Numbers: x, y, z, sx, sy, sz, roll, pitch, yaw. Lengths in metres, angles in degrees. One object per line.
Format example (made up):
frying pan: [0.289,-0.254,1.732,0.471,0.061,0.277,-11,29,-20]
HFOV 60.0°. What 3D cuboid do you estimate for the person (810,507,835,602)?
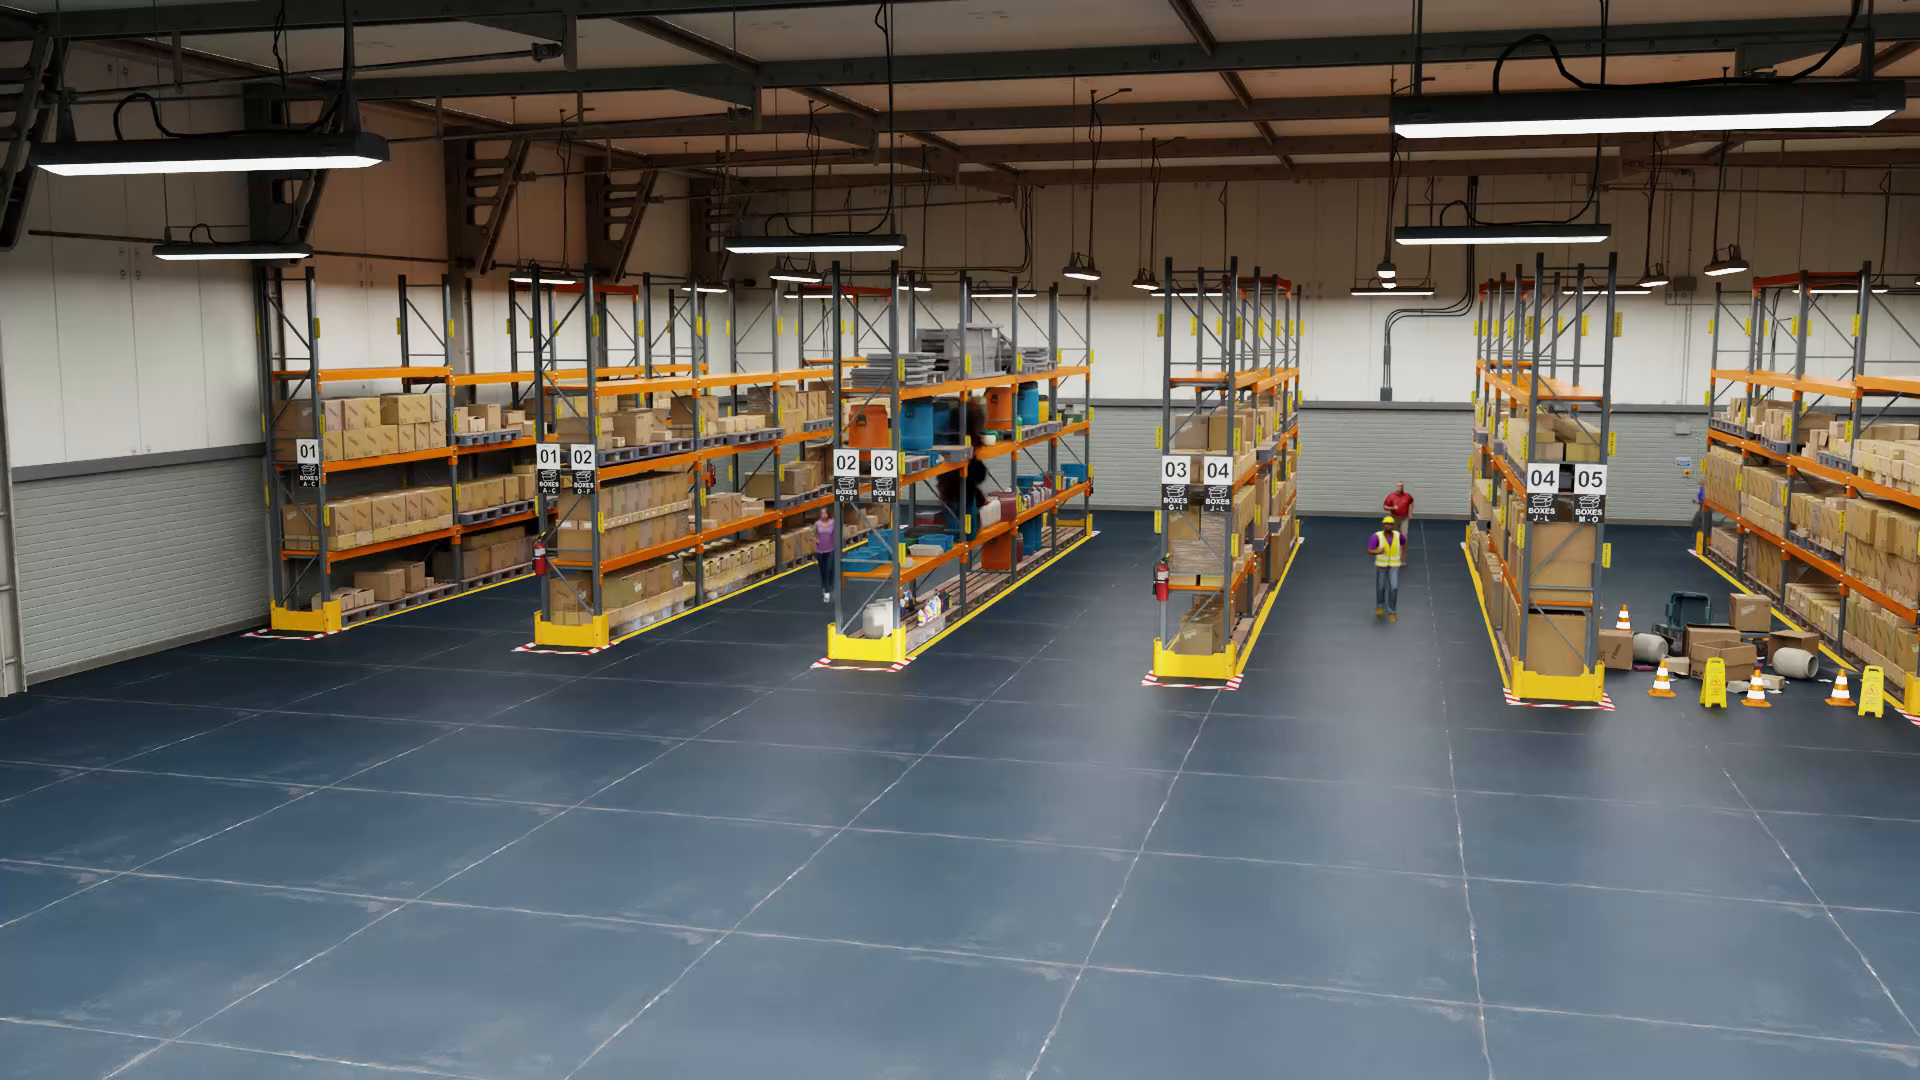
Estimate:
person: [-2.350,0.272,29.059,0.538,1.516,0.808,0,7,0]

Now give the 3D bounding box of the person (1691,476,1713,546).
person: [17.147,-0.627,38.155,0.669,1.684,0.609,3,8,22]

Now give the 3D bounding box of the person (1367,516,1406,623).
person: [7.346,0.495,28.654,0.689,1.841,0.810,1,7,9]

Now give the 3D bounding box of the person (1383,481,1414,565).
person: [9.363,-0.386,35.490,0.658,1.722,0.957,1,7,9]
